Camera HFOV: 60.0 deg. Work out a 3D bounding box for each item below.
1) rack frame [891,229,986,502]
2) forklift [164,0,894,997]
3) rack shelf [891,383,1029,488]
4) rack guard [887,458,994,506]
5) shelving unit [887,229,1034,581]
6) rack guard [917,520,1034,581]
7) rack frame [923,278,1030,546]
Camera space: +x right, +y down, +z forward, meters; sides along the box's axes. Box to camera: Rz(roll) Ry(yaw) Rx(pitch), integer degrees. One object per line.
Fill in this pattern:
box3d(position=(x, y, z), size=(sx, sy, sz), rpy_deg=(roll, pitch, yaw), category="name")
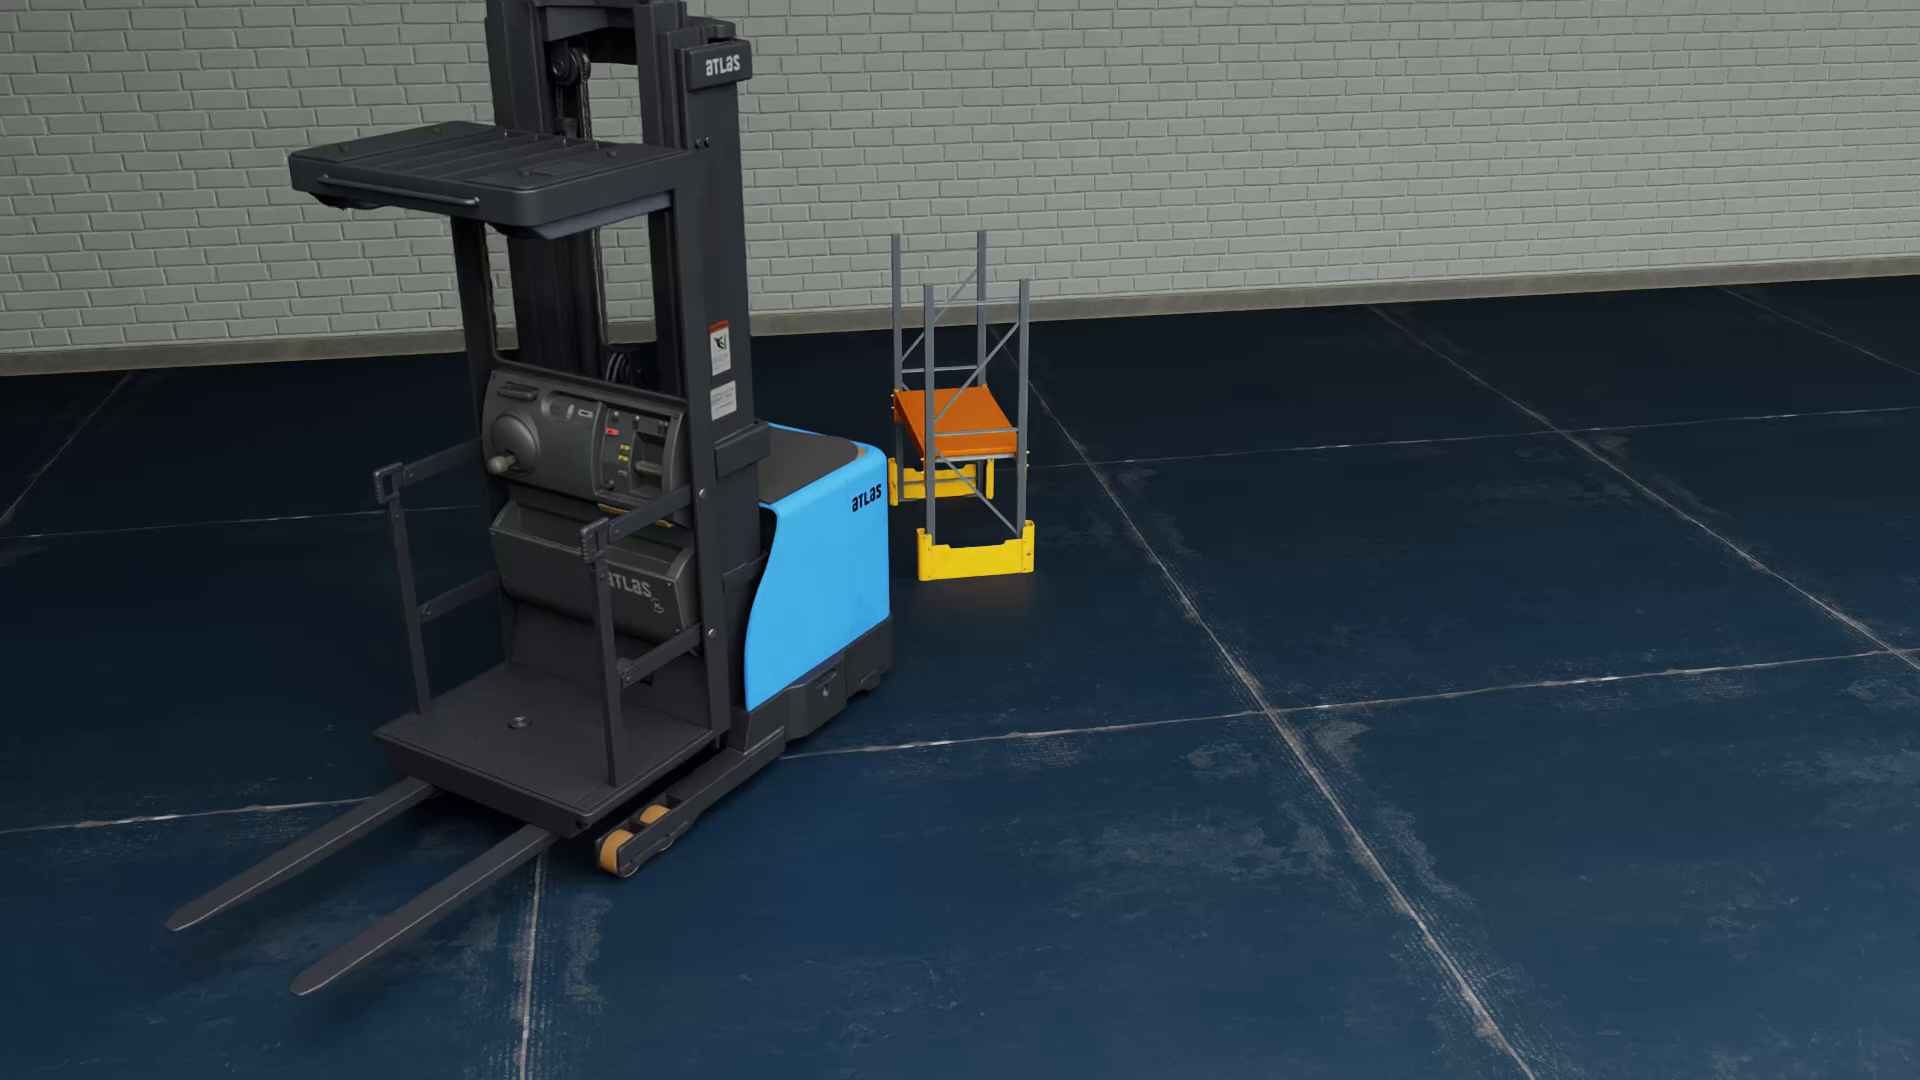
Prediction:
box3d(position=(-0.110, -0.921, 8.984), size=(0.500, 1.500, 0.032), rpy_deg=(-4, 24, -10), category="rack frame")
box3d(position=(-1.490, -0.345, 5.877), size=(1.130, 2.935, 3.031), rpy_deg=(14, 27, 29), category="forklift")
box3d(position=(-0.016, -0.556, 8.599), size=(0.538, 0.185, 1.000), rpy_deg=(-4, 24, -10), category="rack shelf")
box3d(position=(-0.106, -0.340, 9.217), size=(0.587, 0.250, 0.087), rpy_deg=(-4, 24, -10), category="rack guard")
box3d(position=(-0.014, -0.717, 8.519), size=(0.587, 1.500, 1.083), rpy_deg=(-4, 24, -10), category="shelving unit")
box3d(position=(0.078, 0.051, 8.320), size=(0.587, 0.250, 0.087), rpy_deg=(-4, 24, -10), category="rack guard")
box3d(position=(0.078, -0.521, 8.069), size=(0.500, 1.500, 0.032), rpy_deg=(-4, 24, -10), category="rack frame")
